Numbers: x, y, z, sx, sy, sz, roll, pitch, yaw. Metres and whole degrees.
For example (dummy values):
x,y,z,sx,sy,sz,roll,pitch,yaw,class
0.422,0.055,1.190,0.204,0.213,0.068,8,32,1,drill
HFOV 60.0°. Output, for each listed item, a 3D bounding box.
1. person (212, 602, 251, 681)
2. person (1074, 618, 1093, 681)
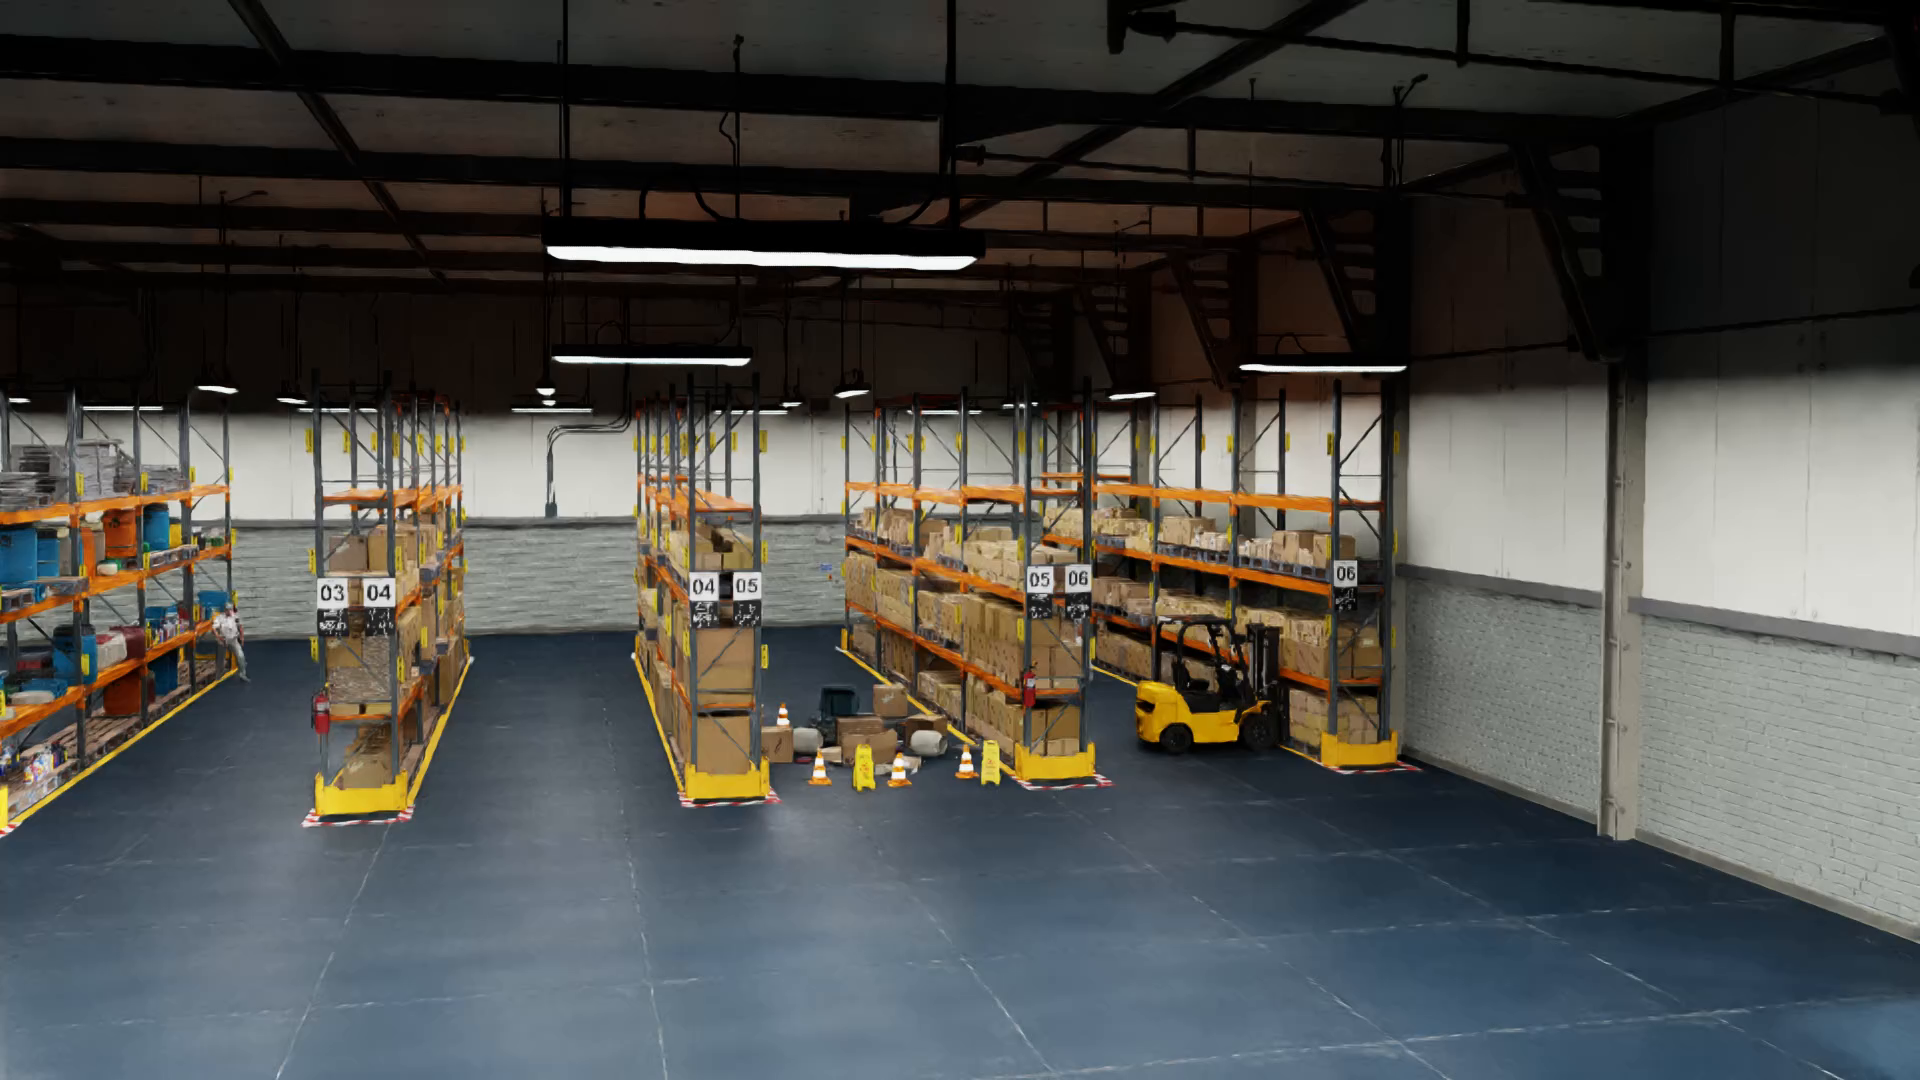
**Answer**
x,y,z,sx,sy,sz,roll,pitch,yaw,class
-15.357,2.126,34.947,0.697,1.699,0.830,-2,4,-33,person
2.529,2.068,35.142,0.588,1.782,0.666,0,3,7,person
